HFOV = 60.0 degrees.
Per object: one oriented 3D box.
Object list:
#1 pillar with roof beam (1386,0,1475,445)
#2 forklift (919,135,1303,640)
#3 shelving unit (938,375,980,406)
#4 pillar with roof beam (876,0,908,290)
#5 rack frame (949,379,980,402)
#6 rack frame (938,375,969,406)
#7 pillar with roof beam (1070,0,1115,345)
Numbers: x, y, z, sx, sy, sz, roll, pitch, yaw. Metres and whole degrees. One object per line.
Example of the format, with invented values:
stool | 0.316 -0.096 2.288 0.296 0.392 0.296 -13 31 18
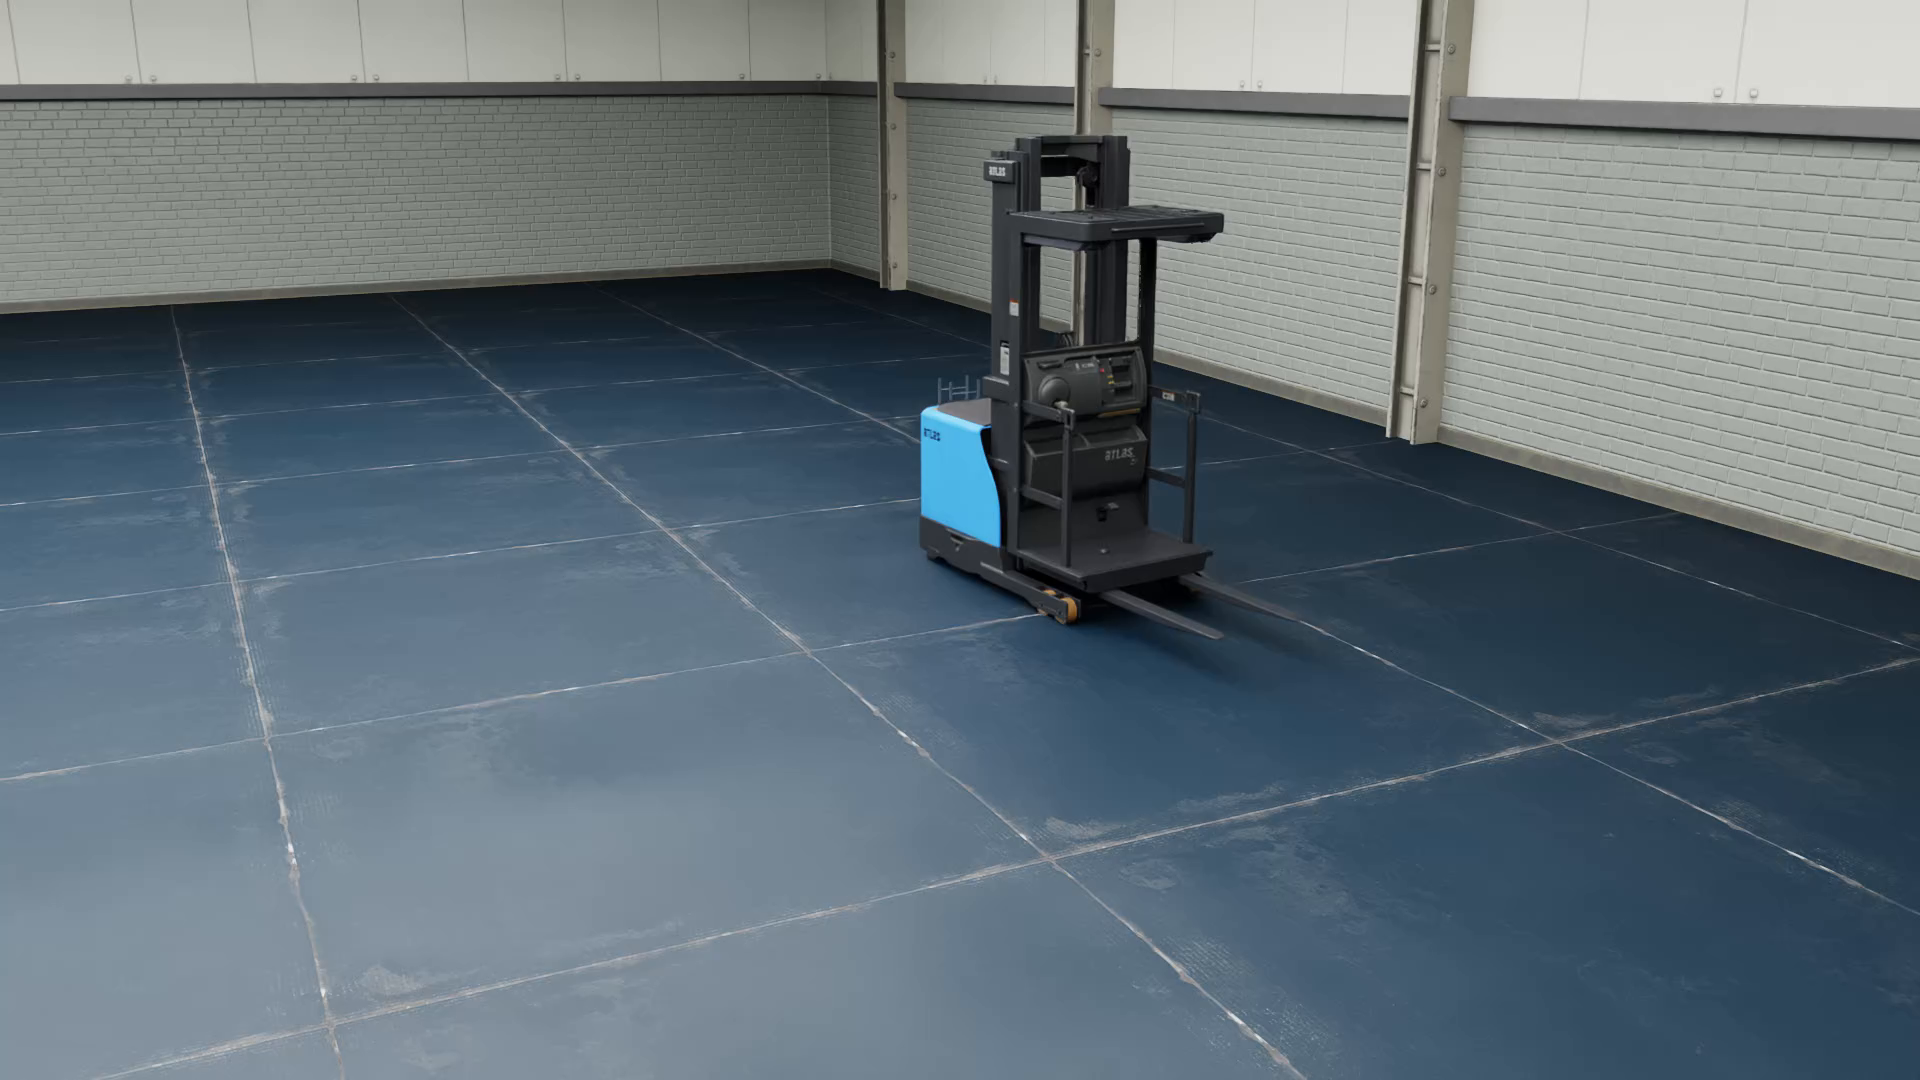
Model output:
pillar with roof beam | 0.358 -4.751 12.492 9.100 9.000 0.400 -8 18 -25
forklift | 0.931 -1.031 10.530 1.130 2.935 3.031 -10 19 -31
shelving unit | -0.006 -0.580 12.098 0.258 1.200 0.189 -8 18 -25
pillar with roof beam | -4.899 -7.726 22.861 9.100 9.000 0.400 -8 18 -25
rack frame | 0.034 -0.558 12.019 0.240 1.200 0.006 -8 18 -25
rack frame | -0.046 -0.603 12.177 0.240 1.200 0.006 -8 18 -25
pillar with roof beam | -2.270 -6.239 17.676 9.100 9.000 0.400 -8 18 -25
